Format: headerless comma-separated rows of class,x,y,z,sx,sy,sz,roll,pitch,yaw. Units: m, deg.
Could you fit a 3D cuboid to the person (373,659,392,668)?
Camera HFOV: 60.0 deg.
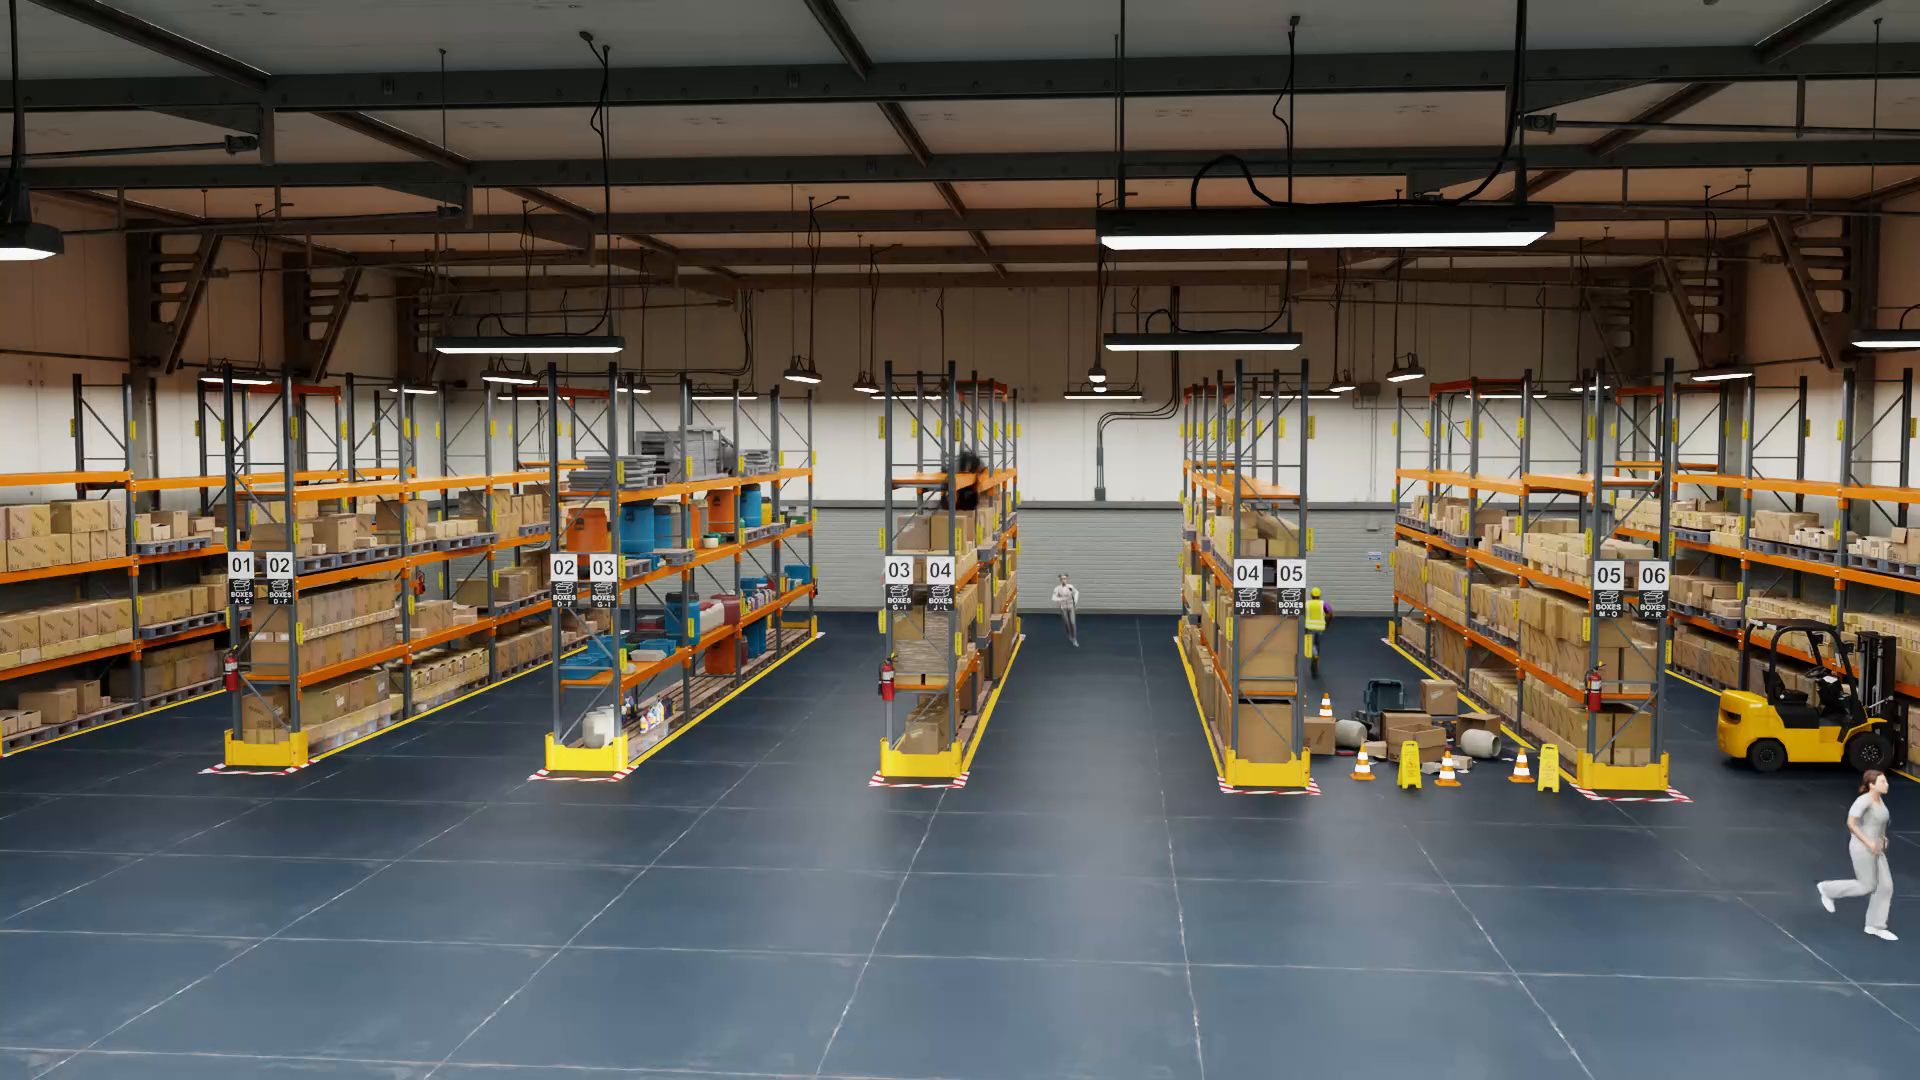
person,-12.027,1.917,34.626,0.593,1.688,0.786,-1,4,-8

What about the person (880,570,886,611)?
person,-1.690,1.333,42.300,0.785,1.840,0.640,2,4,26

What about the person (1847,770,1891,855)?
person,9.074,2.691,16.568,0.589,0.825,0.320,-3,5,-39

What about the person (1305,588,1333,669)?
person,7.347,1.872,34.496,0.666,1.775,1.129,0,4,2

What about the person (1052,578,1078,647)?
person,2.467,1.632,38.974,0.626,1.645,0.837,0,4,1
